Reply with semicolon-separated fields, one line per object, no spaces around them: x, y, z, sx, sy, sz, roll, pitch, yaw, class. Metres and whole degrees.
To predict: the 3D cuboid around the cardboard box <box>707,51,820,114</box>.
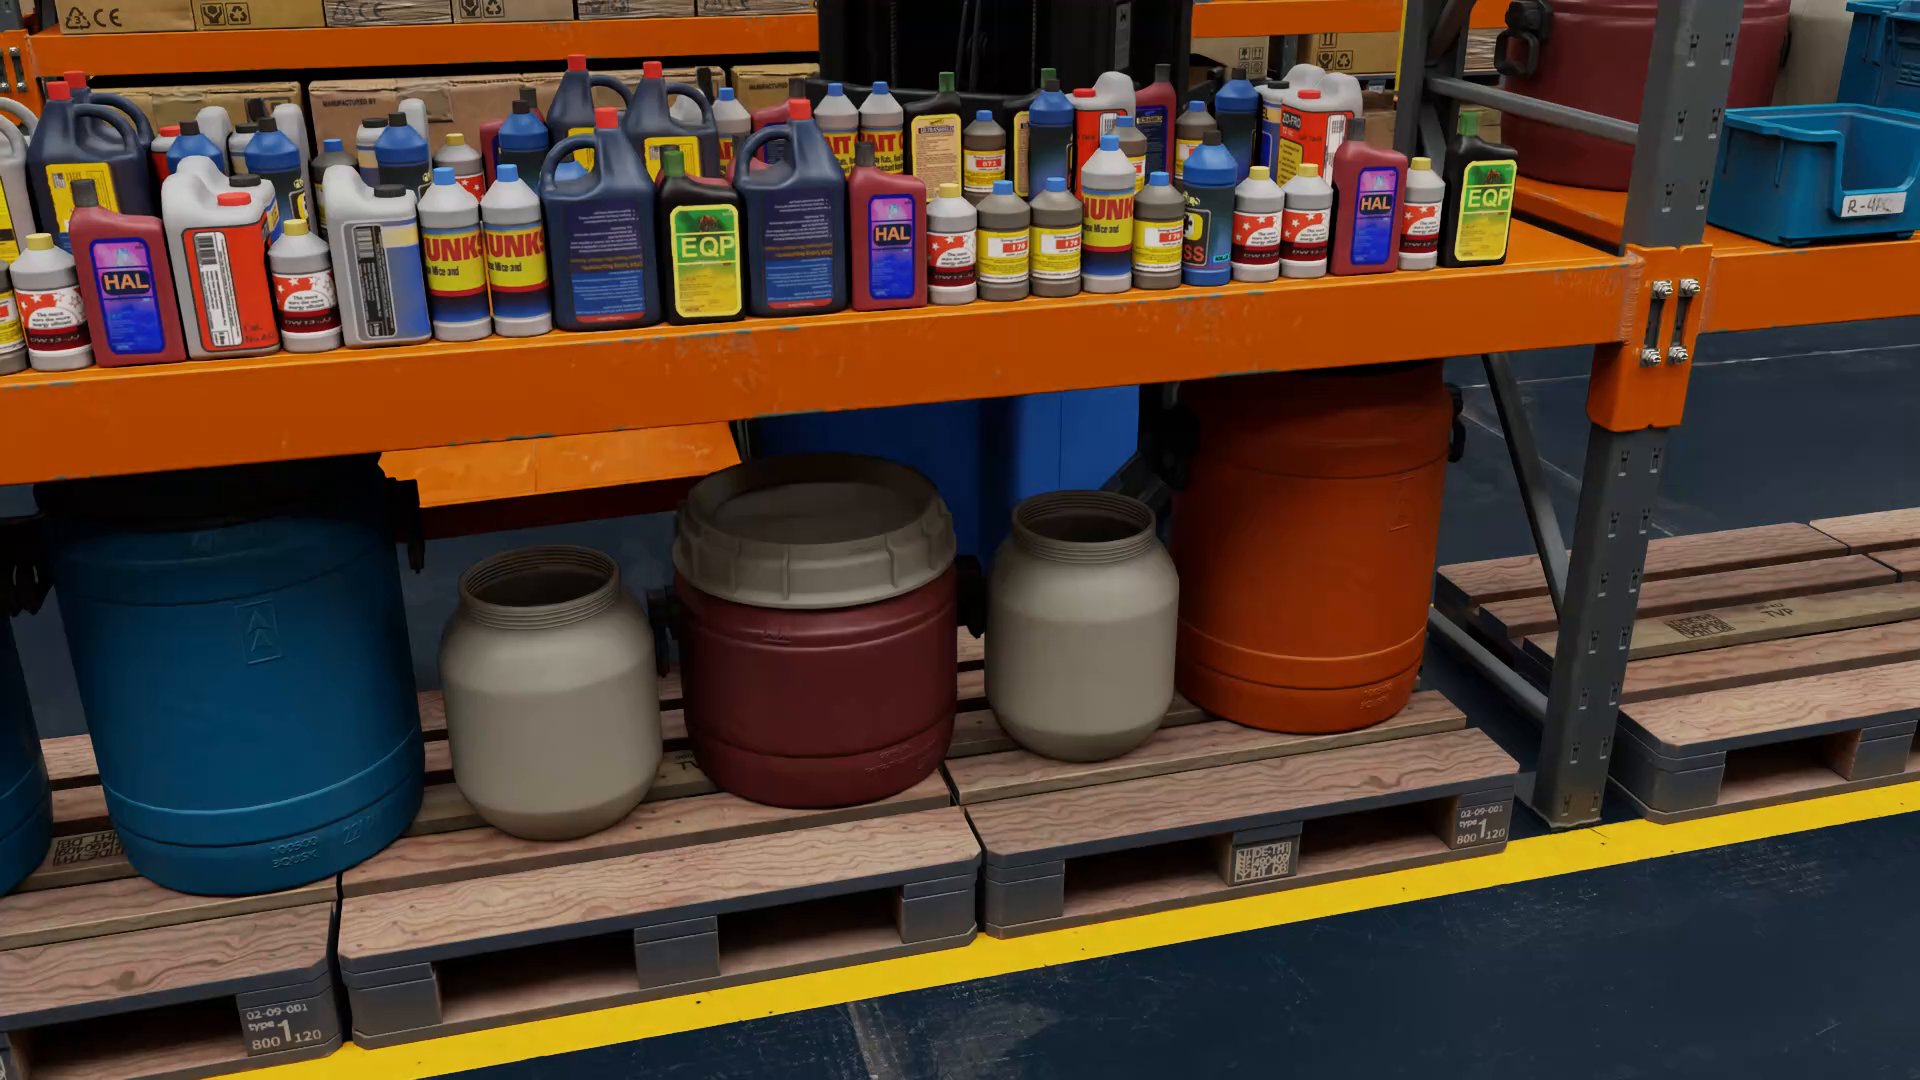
-0.758;-1.950;8.153;0.875;0.875;1.225;-7;24;-17;cardboard box

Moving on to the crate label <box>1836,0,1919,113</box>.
2.279;-0.938;3.588;0.616;0.435;0.502;-6;24;-14;crate label

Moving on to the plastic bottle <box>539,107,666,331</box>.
-0.596;-0.534;2.754;0.185;0.351;0.144;-6;24;-14;plastic bottle

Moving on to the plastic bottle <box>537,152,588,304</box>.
-0.671;-0.539;2.866;0.097;0.271;0.097;0;23;0;plastic bottle

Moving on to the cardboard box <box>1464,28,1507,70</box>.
4.012;-4.474;14.034;0.875;0.875;0.875;-6;24;-14;cardboard box

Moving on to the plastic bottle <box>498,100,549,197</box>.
-0.870;-0.744;3.343;0.097;0.271;0.097;0;23;0;plastic bottle

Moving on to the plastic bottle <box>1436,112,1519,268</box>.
0.976;-0.660;3.133;0.133;0.283;0.061;-6;24;-14;plastic bottle

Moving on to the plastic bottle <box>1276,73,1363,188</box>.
0.787;-0.881;3.656;0.135;0.276;0.152;-6;24;-14;plastic bottle

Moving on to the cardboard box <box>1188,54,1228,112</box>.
1.057;-2.340;8.562;0.500;0.250;0.500;-4;23;-8;cardboard box

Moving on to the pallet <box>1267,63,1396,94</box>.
3.274;-3.889;14.046;1.213;0.211;1.003;-6;24;-14;pallet

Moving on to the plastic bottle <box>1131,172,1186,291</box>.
0.356;-0.561;3.006;0.097;0.201;0.097;0;23;0;plastic bottle

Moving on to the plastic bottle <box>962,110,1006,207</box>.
0.053;-0.839;3.653;0.097;0.201;0.097;0;23;0;plastic bottle

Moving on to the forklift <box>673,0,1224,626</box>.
0.256;-1.578;5.210;1.130;2.935;3.031;10;25;22;forklift

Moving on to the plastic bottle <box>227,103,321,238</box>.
-1.342;-0.707;3.252;0.135;0.276;0.152;-6;24;-14;plastic bottle

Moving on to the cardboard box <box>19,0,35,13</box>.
-8.980;-4.934;15.662;0.875;0.438;0.875;-6;24;-13;cardboard box

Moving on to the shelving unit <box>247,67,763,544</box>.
-1.040;-0.292;3.984;1.083;1.500;0.587;-7;24;-12;shelving unit

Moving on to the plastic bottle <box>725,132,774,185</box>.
-0.342;-0.574;2.931;0.133;0.283;0.061;-6;24;-14;plastic bottle

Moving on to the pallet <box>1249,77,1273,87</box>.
1.798;-3.727;13.668;1.213;0.211;1.003;-6;24;-14;pallet

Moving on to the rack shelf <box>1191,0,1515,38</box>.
1.838;-2.682;8.608;4.000;0.370;1.077;-6;24;-14;rack shelf

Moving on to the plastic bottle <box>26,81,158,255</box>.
-1.588;-0.657;3.040;0.185;0.351;0.144;-6;24;-14;plastic bottle

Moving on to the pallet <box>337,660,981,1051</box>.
-0.670;0.591;3.605;1.213;0.211;1.003;-6;24;-14;pallet

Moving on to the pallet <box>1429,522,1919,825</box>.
2.006;0.295;4.295;1.213;0.211;1.003;-6;24;-14;pallet

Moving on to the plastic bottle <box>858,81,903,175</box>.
-0.169;-0.846;3.582;0.097;0.271;0.097;0;23;0;plastic bottle

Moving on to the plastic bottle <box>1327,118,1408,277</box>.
0.753;-0.636;3.075;0.133;0.283;0.061;-6;24;-14;plastic bottle

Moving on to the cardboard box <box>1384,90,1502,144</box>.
2.702;-2.178;9.134;0.500;0.500;0.700;-6;24;-15;cardboard box

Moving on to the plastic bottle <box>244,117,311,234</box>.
-1.291;-0.660;3.147;0.097;0.271;0.097;0;23;0;plastic bottle

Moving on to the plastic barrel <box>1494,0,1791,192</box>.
1.615;-1.146;3.944;0.708;0.536;0.600;-6;24;-14;plastic barrel

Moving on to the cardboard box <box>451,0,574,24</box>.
-1.967;-2.537;7.233;0.500;0.500;0.500;-6;24;-13;cardboard box

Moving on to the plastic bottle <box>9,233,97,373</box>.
-1.394;-0.368;2.555;0.097;0.201;0.097;0;23;0;plastic bottle

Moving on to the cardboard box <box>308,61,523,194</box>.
-2.469;-1.761;7.712;0.875;0.875;1.225;-7;24;-16;cardboard box

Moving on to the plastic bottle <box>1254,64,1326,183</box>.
0.746;-0.939;3.791;0.135;0.276;0.152;-6;24;-14;plastic bottle

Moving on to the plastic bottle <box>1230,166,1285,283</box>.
0.544;-0.582;3.055;0.097;0.201;0.097;0;23;0;plastic bottle

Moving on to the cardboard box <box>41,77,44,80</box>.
-6.198;-3.217;11.272;0.250;0.149;0.380;-6;24;-13;cardboard box

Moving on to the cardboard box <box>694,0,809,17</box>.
-0.978;-2.648;7.490;0.500;0.500;0.500;-7;24;-15;cardboard box

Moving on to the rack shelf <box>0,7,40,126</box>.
-5.865;-1.830;6.622;4.000;0.370;1.077;-6;24;-14;rack shelf

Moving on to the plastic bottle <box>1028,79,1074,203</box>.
0.198;-0.862;3.618;0.097;0.271;0.097;0;23;0;plastic bottle

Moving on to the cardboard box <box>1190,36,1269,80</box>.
1.947;-4.178;13.504;0.750;0.750;1.050;-6;24;-15;cardboard box

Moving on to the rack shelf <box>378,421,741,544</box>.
-1.025;-0.128;4.059;1.000;0.185;0.538;-7;24;-12;rack shelf

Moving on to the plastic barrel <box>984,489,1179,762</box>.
0.264;0.184;3.639;0.421;0.512;0.421;0;23;0;plastic barrel

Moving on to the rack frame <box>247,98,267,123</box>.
-1.525;-0.229;3.884;0.032;1.500;0.500;-7;24;-12;rack frame

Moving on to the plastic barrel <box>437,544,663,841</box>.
-0.824;0.304;3.359;0.421;0.512;0.421;0;23;0;plastic barrel

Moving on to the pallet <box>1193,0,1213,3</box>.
0.569;-2.828;8.279;1.003;0.211;1.213;-6;24;-14;pallet

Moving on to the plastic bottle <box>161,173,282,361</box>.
-1.161;-0.439;2.627;0.135;0.276;0.152;-6;24;-14;plastic bottle

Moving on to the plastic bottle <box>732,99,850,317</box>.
-0.289;-0.568;2.833;0.185;0.351;0.144;-6;24;-14;plastic bottle

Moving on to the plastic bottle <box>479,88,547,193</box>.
-0.909;-0.778;3.406;0.133;0.283;0.061;-6;24;-14;plastic bottle

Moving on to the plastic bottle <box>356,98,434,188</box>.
-1.119;-0.732;3.310;0.135;0.276;0.152;-6;24;-14;plastic bottle

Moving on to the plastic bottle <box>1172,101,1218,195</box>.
0.533;-0.892;3.777;0.097;0.201;0.097;0;23;0;plastic bottle

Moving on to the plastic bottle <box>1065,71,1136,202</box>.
0.300;-0.889;3.676;0.135;0.276;0.152;-6;24;-14;plastic bottle

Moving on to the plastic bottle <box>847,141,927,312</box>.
-0.125;-0.538;2.849;0.133;0.283;0.061;-6;24;-14;plastic bottle

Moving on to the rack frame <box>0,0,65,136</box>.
-3.939;-2.373;6.977;0.127;3.000;1.000;-6;24;-14;rack frame

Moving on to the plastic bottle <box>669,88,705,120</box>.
-0.589;-0.791;3.446;0.135;0.276;0.152;-6;24;-14;plastic bottle

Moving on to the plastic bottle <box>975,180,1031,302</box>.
0.075;-0.530;2.934;0.097;0.201;0.097;0;23;0;plastic bottle

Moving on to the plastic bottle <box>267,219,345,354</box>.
-1.042;-0.407;2.646;0.097;0.201;0.097;0;23;0;plastic bottle

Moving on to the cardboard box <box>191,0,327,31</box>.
-2.945;-2.427;6.976;0.500;0.500;0.500;-6;24;-14;cardboard box

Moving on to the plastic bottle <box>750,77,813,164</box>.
-0.379;-0.836;3.543;0.133;0.283;0.061;-6;24;-14;plastic bottle

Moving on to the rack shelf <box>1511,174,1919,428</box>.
3.175;-0.801;4.226;4.000;0.370;1.077;-6;24;-14;rack shelf

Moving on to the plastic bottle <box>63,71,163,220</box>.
-1.627;-0.712;3.168;0.185;0.351;0.144;-6;24;-14;plastic bottle

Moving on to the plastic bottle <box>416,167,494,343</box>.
-0.819;-0.464;2.690;0.097;0.271;0.097;0;23;0;plastic bottle

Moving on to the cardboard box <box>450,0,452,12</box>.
-2.583;-2.681;7.568;0.500;0.500;0.500;-7;24;-15;cardboard box

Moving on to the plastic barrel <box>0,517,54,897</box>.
-2.073;0.227;3.045;0.708;0.901;0.600;-6;24;-14;plastic barrel
